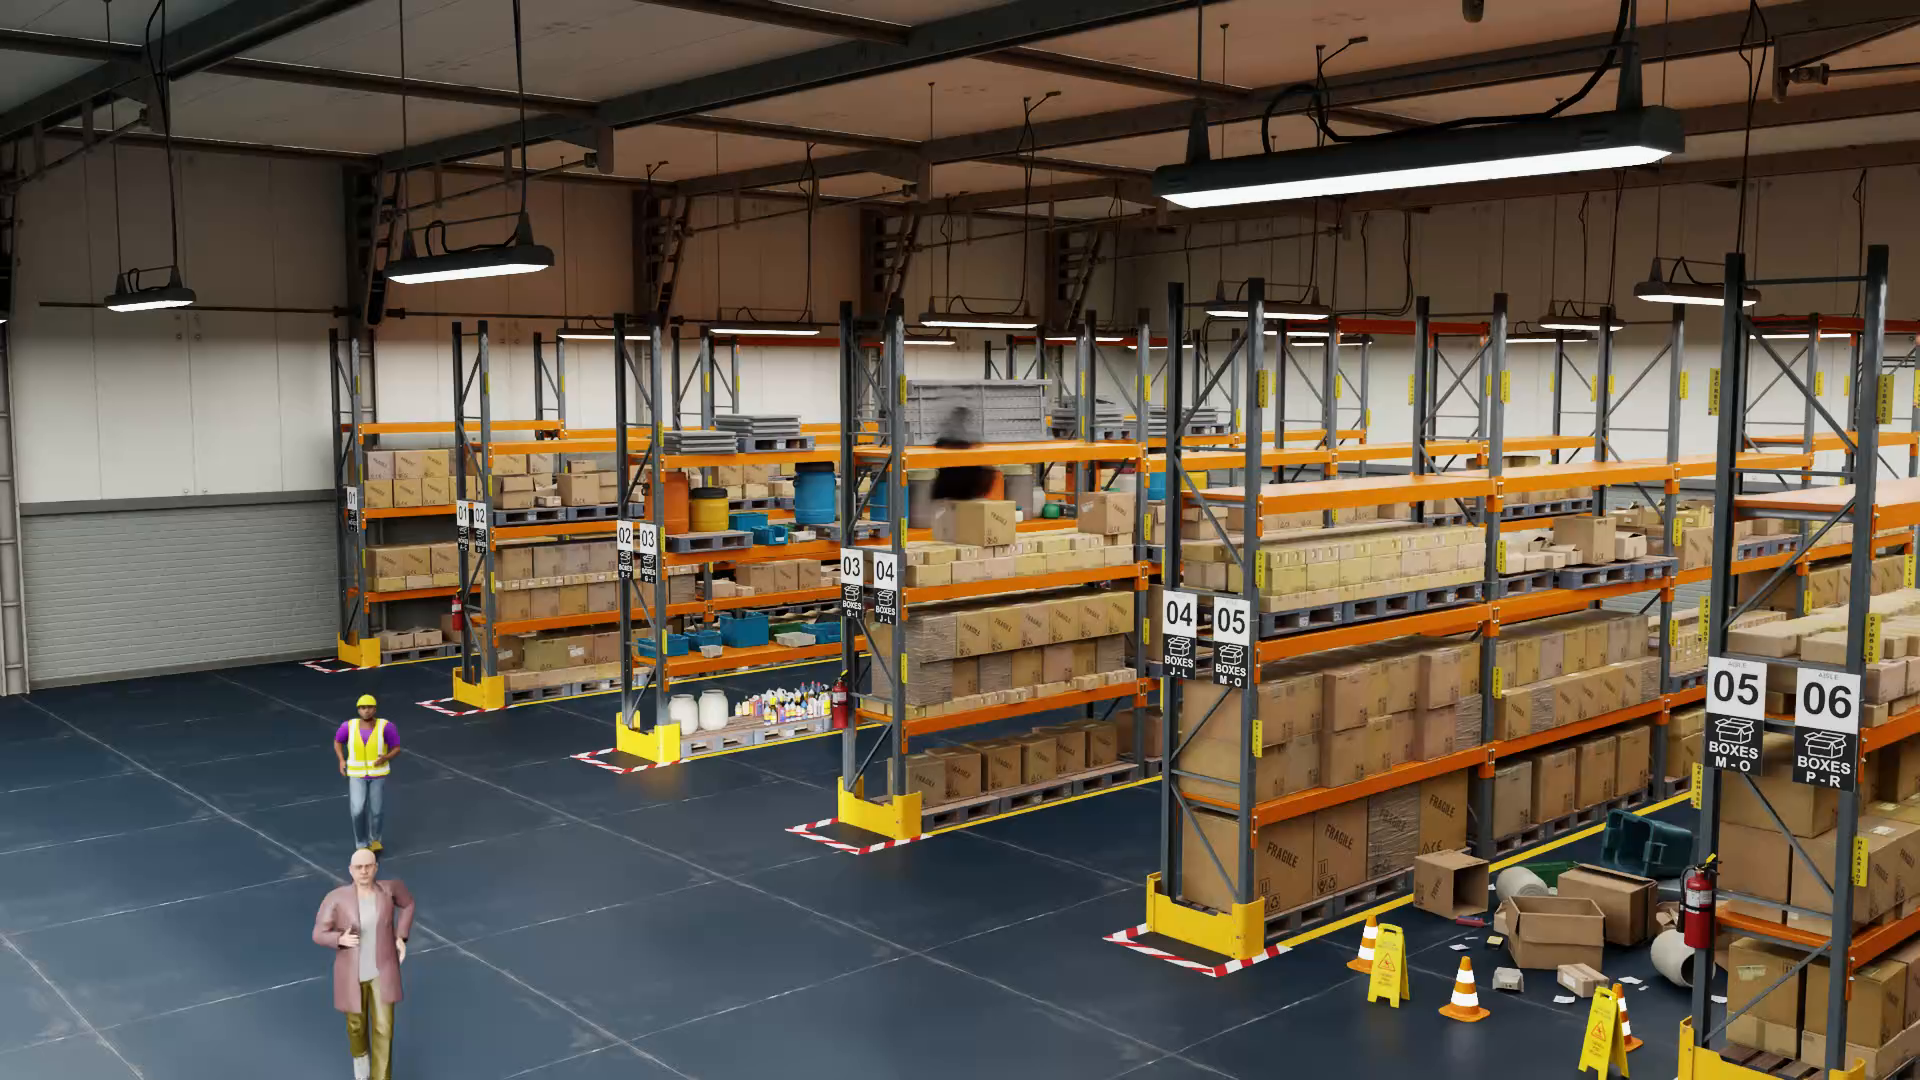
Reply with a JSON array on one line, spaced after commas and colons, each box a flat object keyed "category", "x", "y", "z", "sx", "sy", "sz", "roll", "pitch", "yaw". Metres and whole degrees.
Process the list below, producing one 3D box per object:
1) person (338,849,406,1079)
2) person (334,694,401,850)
[{"category": "person", "x": -4.211, "y": 3.083, "z": 11.813, "sx": 0.671, "sy": 1.786, "sz": 0.996, "roll": -2, "pitch": 6, "yaw": -21}, {"category": "person", "x": -6.327, "y": 2.469, "z": 17.766, "sx": 0.684, "sy": 1.654, "sz": 0.653, "roll": -2, "pitch": 6, "yaw": -17}]
